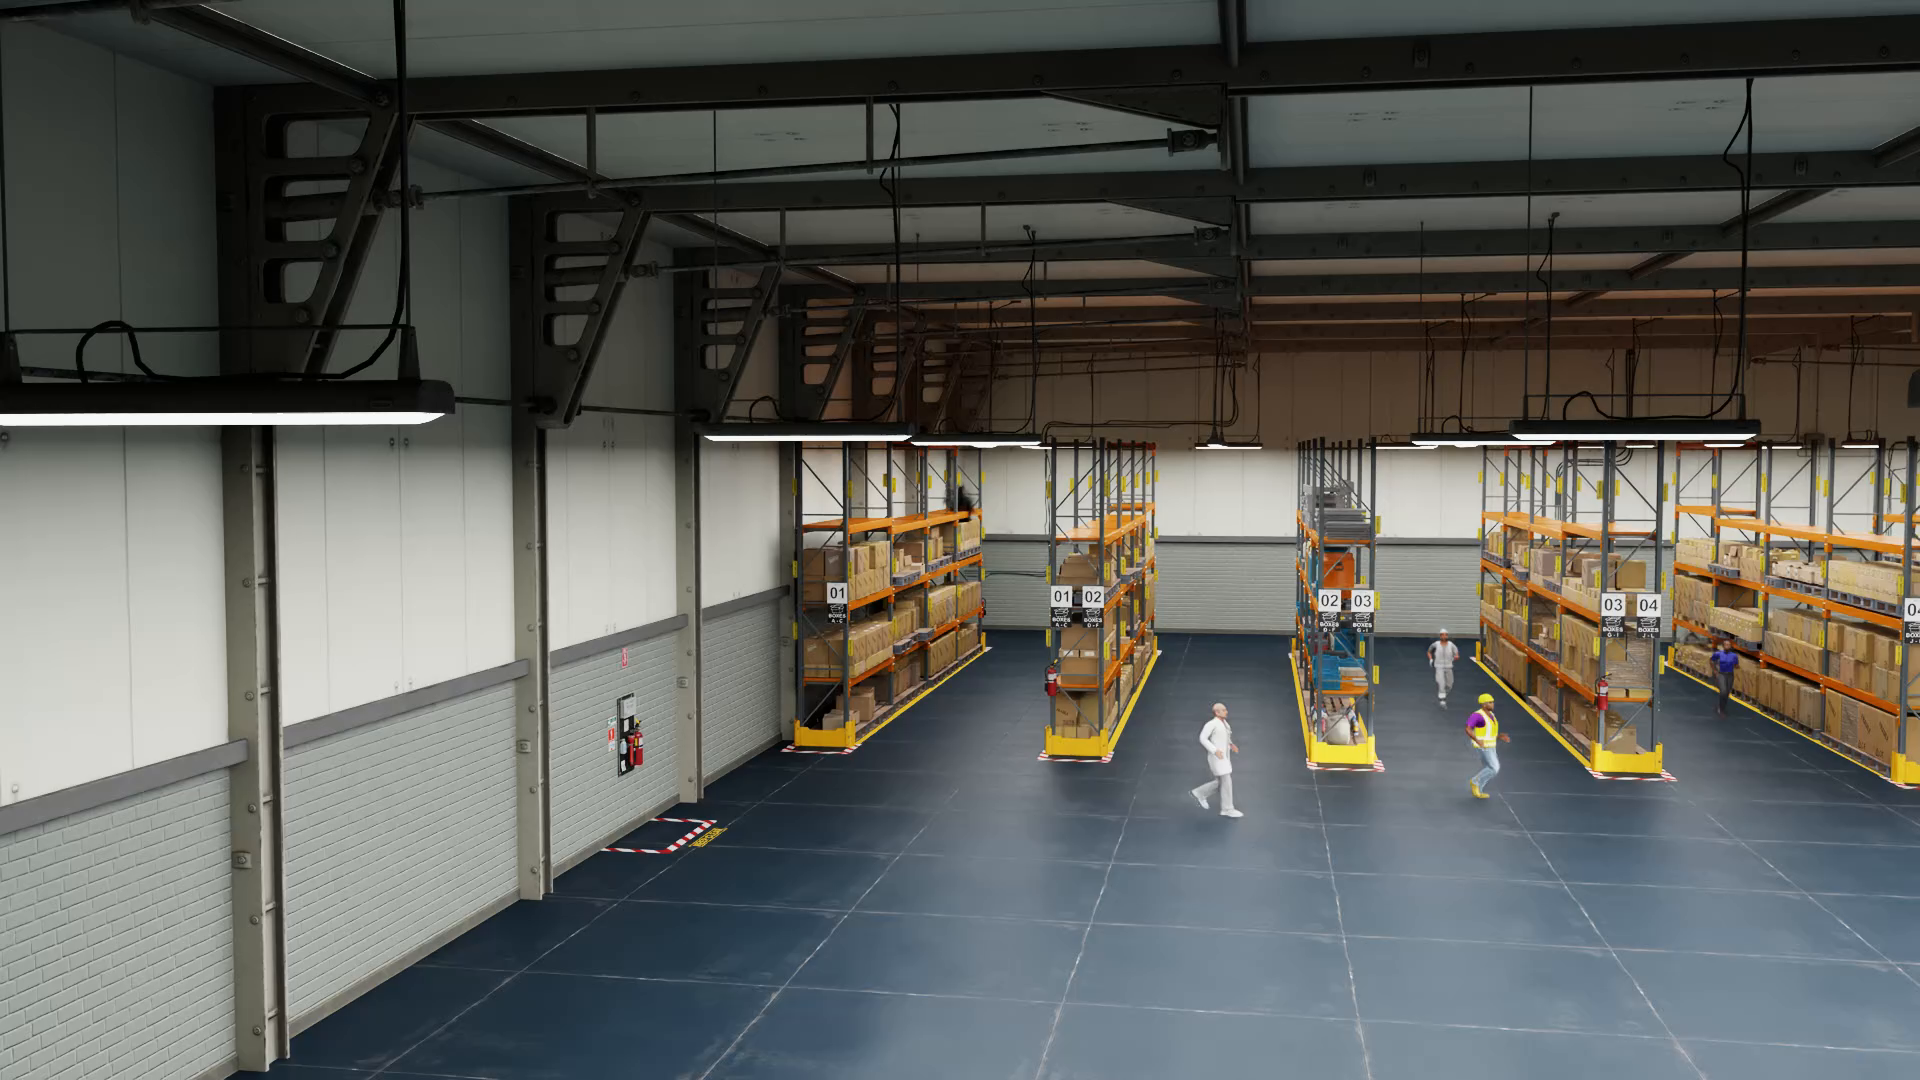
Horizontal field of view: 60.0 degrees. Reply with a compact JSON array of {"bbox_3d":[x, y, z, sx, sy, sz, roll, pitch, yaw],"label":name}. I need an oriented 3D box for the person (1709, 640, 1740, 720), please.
[{"bbox_3d":[16.474,3.009,35.796,0.559,1.720,0.760,0,3,5],"label":"person"}]

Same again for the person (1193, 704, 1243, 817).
[{"bbox_3d":[4.045,3.447,26.179,0.882,1.761,0.720,2,4,31],"label":"person"}]

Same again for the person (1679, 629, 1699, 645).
[{"bbox_3d":[20.136,2.463,45.861,0.872,1.700,0.647,1,3,16],"label":"person"}]

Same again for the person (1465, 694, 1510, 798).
[{"bbox_3d":[8.697,3.396,27.379,0.583,1.720,0.675,3,4,41],"label":"person"}]

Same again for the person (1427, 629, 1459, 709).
[{"bbox_3d":[10.805,2.871,37.166,0.670,1.765,0.914,0,3,7],"label":"person"}]
